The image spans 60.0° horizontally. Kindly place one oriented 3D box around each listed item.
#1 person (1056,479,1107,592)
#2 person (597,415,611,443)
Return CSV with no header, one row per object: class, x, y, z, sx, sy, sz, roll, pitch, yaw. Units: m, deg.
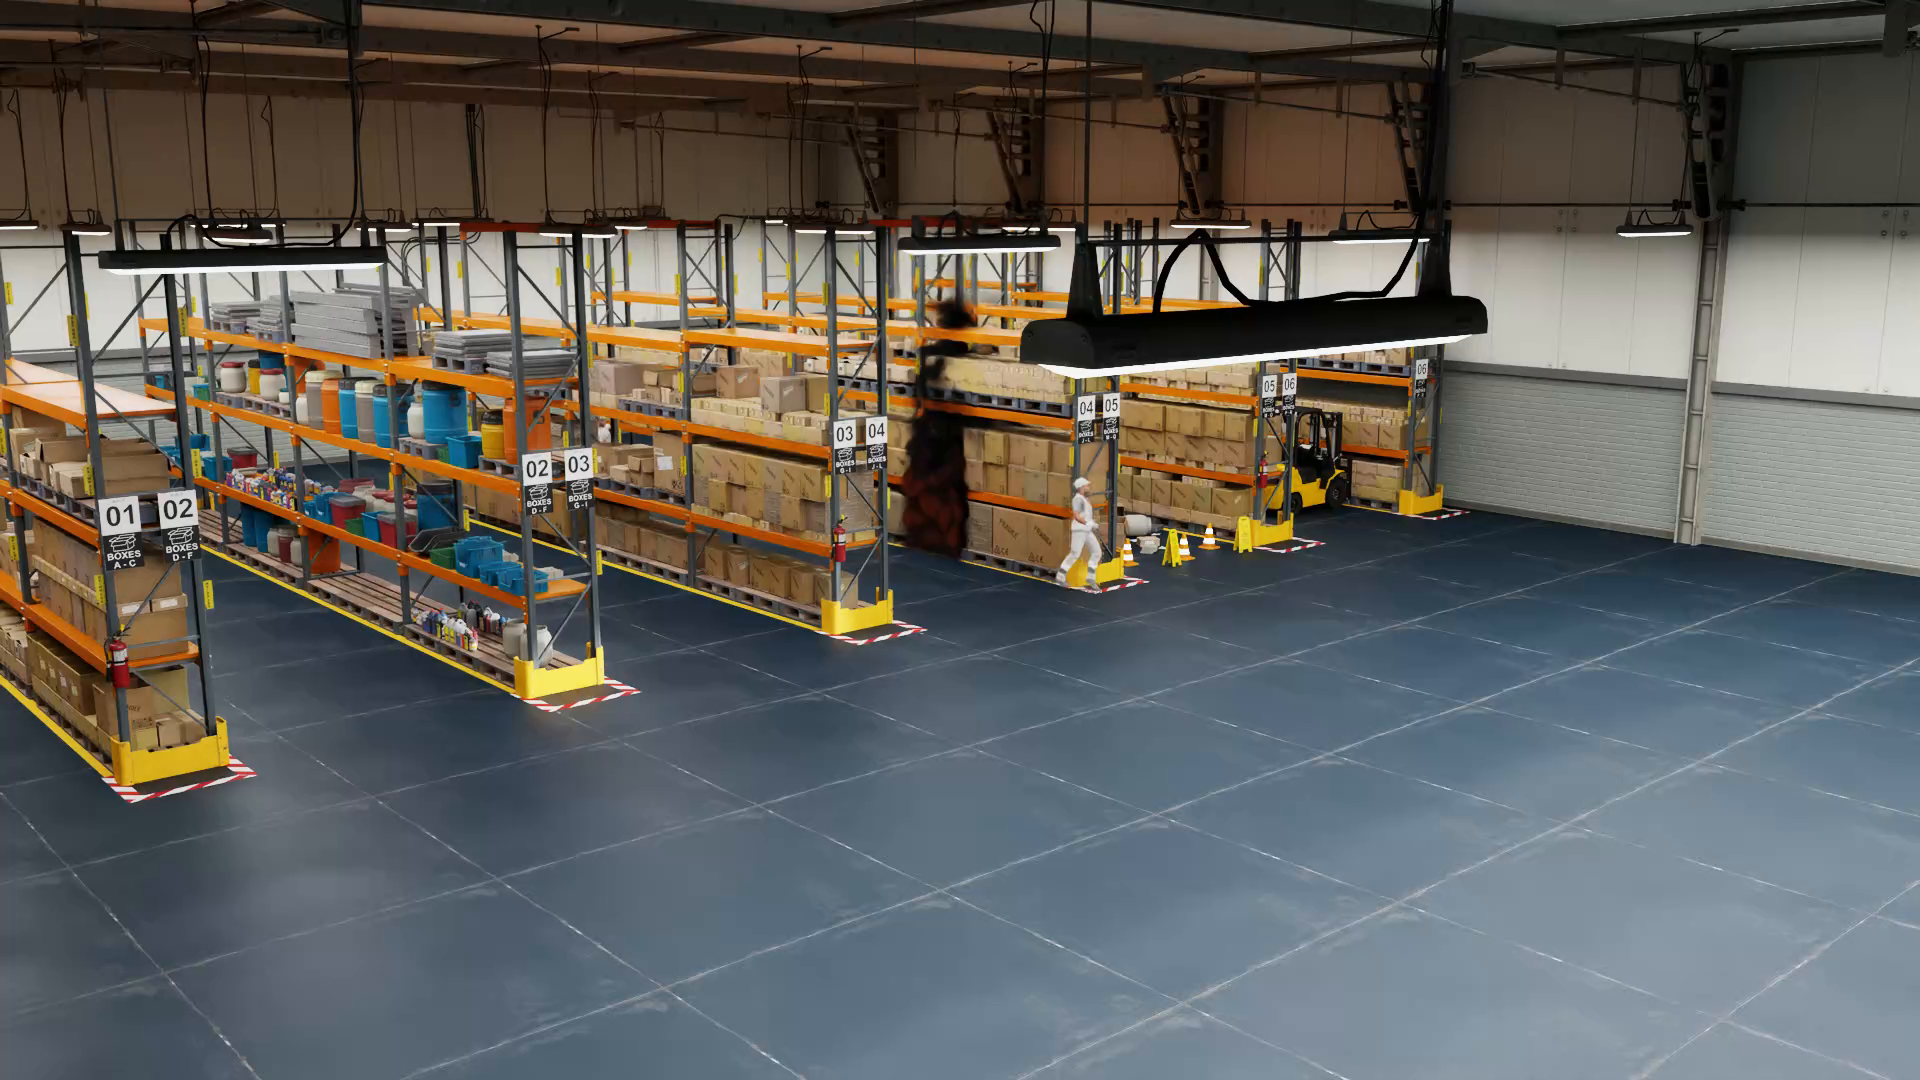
person,2.027,-0.092,26.912,0.818,1.802,0.725,4,12,17
person,-7.911,-1.947,37.077,0.675,1.829,0.910,-8,14,-35
